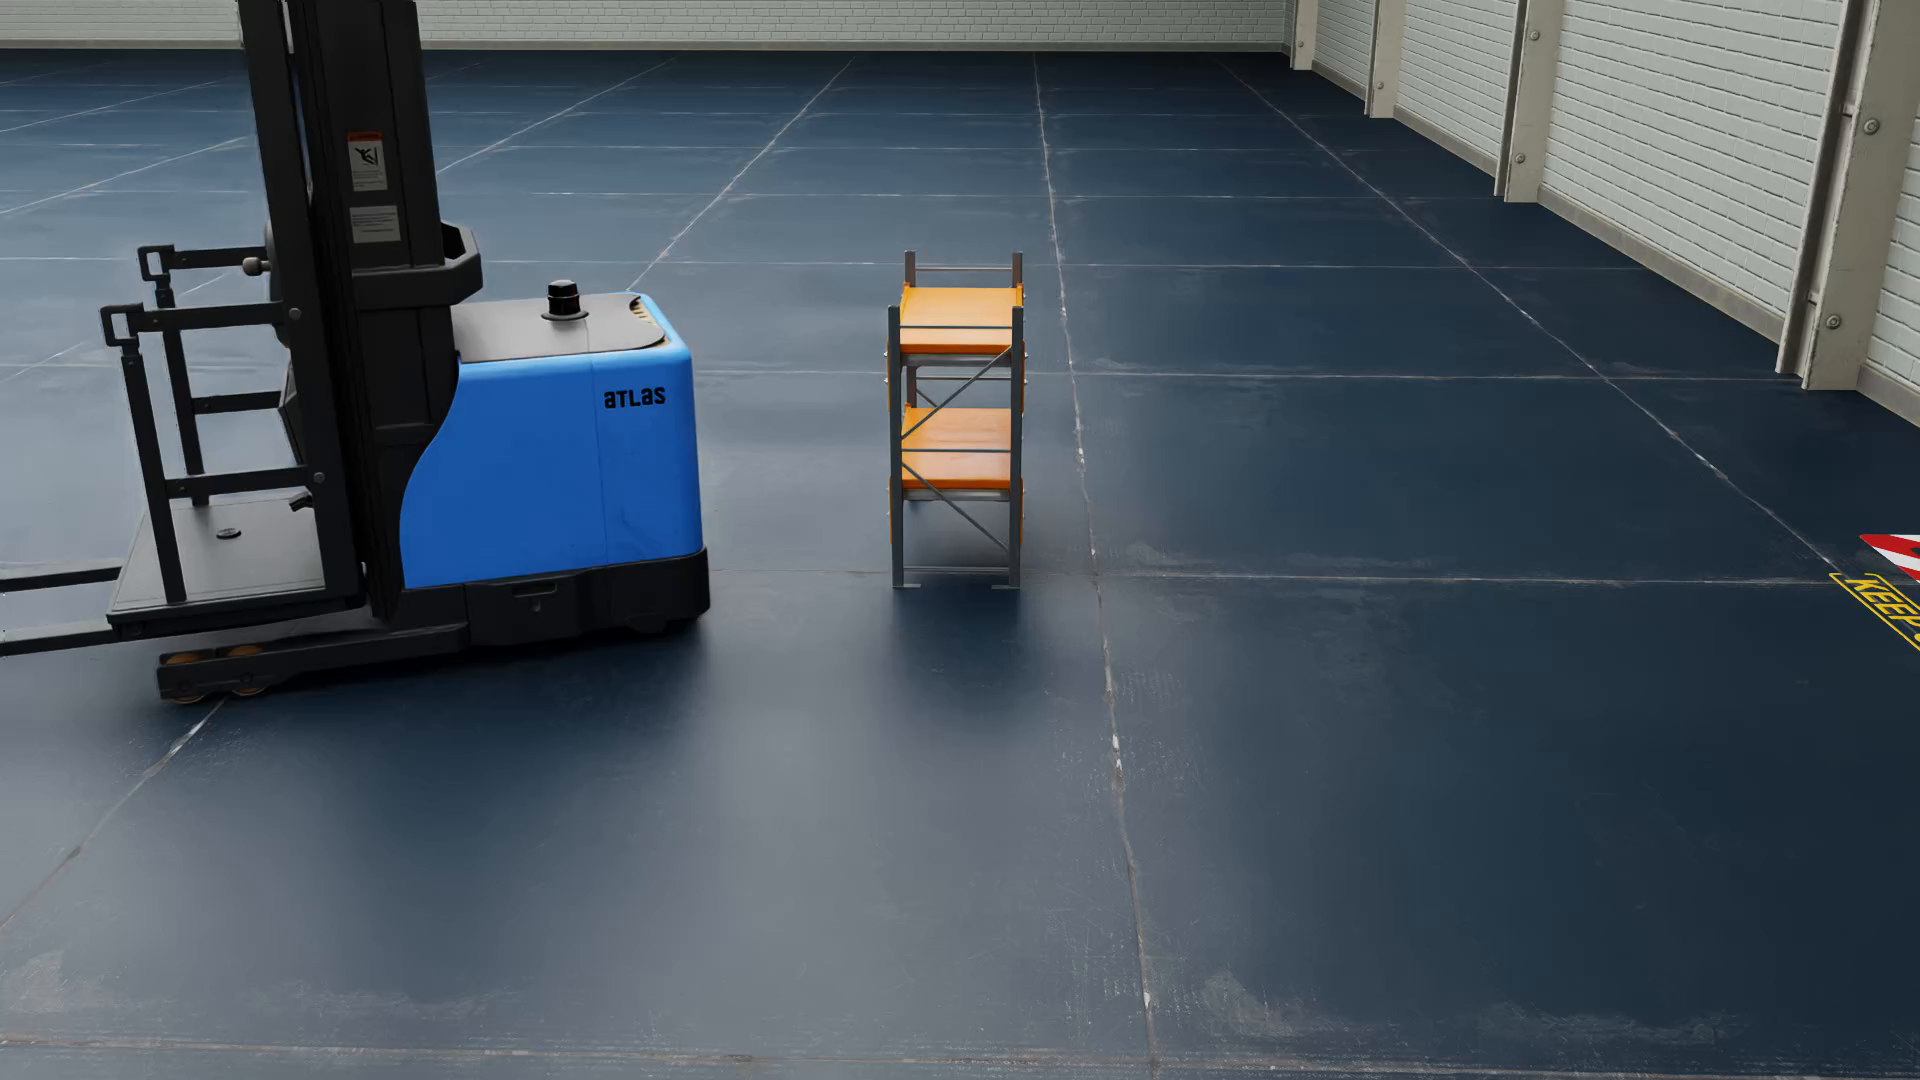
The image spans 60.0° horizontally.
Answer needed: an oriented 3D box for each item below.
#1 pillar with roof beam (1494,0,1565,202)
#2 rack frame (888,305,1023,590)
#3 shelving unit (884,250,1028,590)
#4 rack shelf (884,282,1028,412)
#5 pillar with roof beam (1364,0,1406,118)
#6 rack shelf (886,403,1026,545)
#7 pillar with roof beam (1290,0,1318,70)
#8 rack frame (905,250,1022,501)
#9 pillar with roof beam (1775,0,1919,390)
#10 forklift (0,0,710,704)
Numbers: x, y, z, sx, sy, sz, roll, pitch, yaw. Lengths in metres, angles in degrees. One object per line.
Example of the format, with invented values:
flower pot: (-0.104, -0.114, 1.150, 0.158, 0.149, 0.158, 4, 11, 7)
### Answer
pillar with roof beam: (0.699, -7.311, 13.432, 9.100, 9.000, 0.400, 1, 21, 2)
rack frame: (-0.016, -0.338, 6.345, 0.500, 1.125, 0.032, 1, 21, 2)
shelving unit: (0.000, -0.522, 6.819, 0.538, 1.125, 1.048, 1, 21, 2)
rack shelf: (0.000, -0.795, 6.713, 0.538, 0.278, 1.000, 1, 21, 2)
pillar with roof beam: (0.882, -9.481, 19.023, 9.100, 9.000, 0.400, 1, 21, 2)
rack shelf: (0.000, -0.294, 6.908, 0.538, 0.278, 1.000, 1, 21, 2)
pillar with roof beam: (1.064, -11.650, 24.614, 9.100, 9.000, 0.400, 1, 21, 2)
rack frame: (0.015, -0.706, 7.293, 0.500, 1.125, 0.032, 1, 21, 2)
pillar with roof beam: (0.517, -5.142, 7.840, 9.100, 9.000, 0.400, 1, 21, 2)
forklift: (-2.504, -1.029, 5.629, 3.031, 2.935, 1.130, -7, 22, -17)
